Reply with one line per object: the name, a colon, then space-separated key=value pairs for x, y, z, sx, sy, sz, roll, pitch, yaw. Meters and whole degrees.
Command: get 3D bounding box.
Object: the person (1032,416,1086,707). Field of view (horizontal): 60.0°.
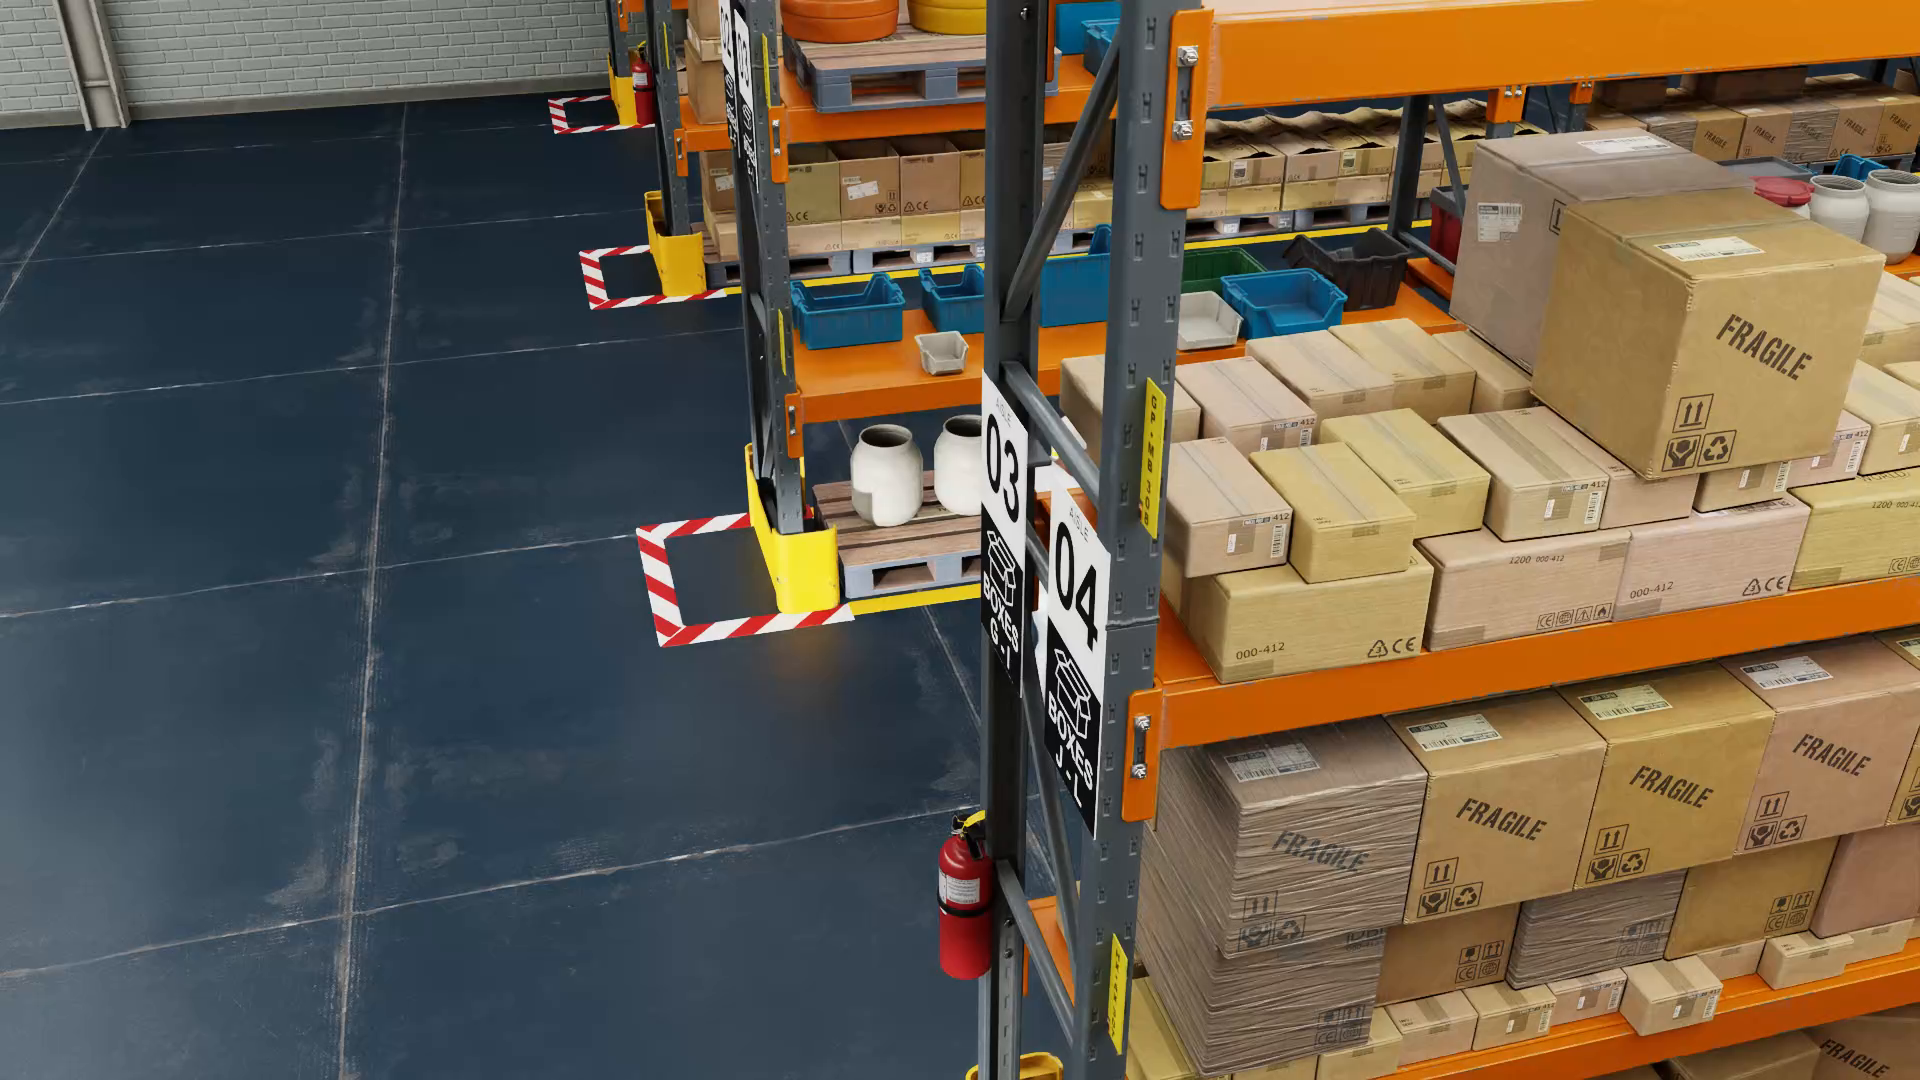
person: x=0.483 y=0.216 z=7.851 sx=0.462 sy=1.759 sz=0.633 roll=-10 pitch=31 yaw=-16
